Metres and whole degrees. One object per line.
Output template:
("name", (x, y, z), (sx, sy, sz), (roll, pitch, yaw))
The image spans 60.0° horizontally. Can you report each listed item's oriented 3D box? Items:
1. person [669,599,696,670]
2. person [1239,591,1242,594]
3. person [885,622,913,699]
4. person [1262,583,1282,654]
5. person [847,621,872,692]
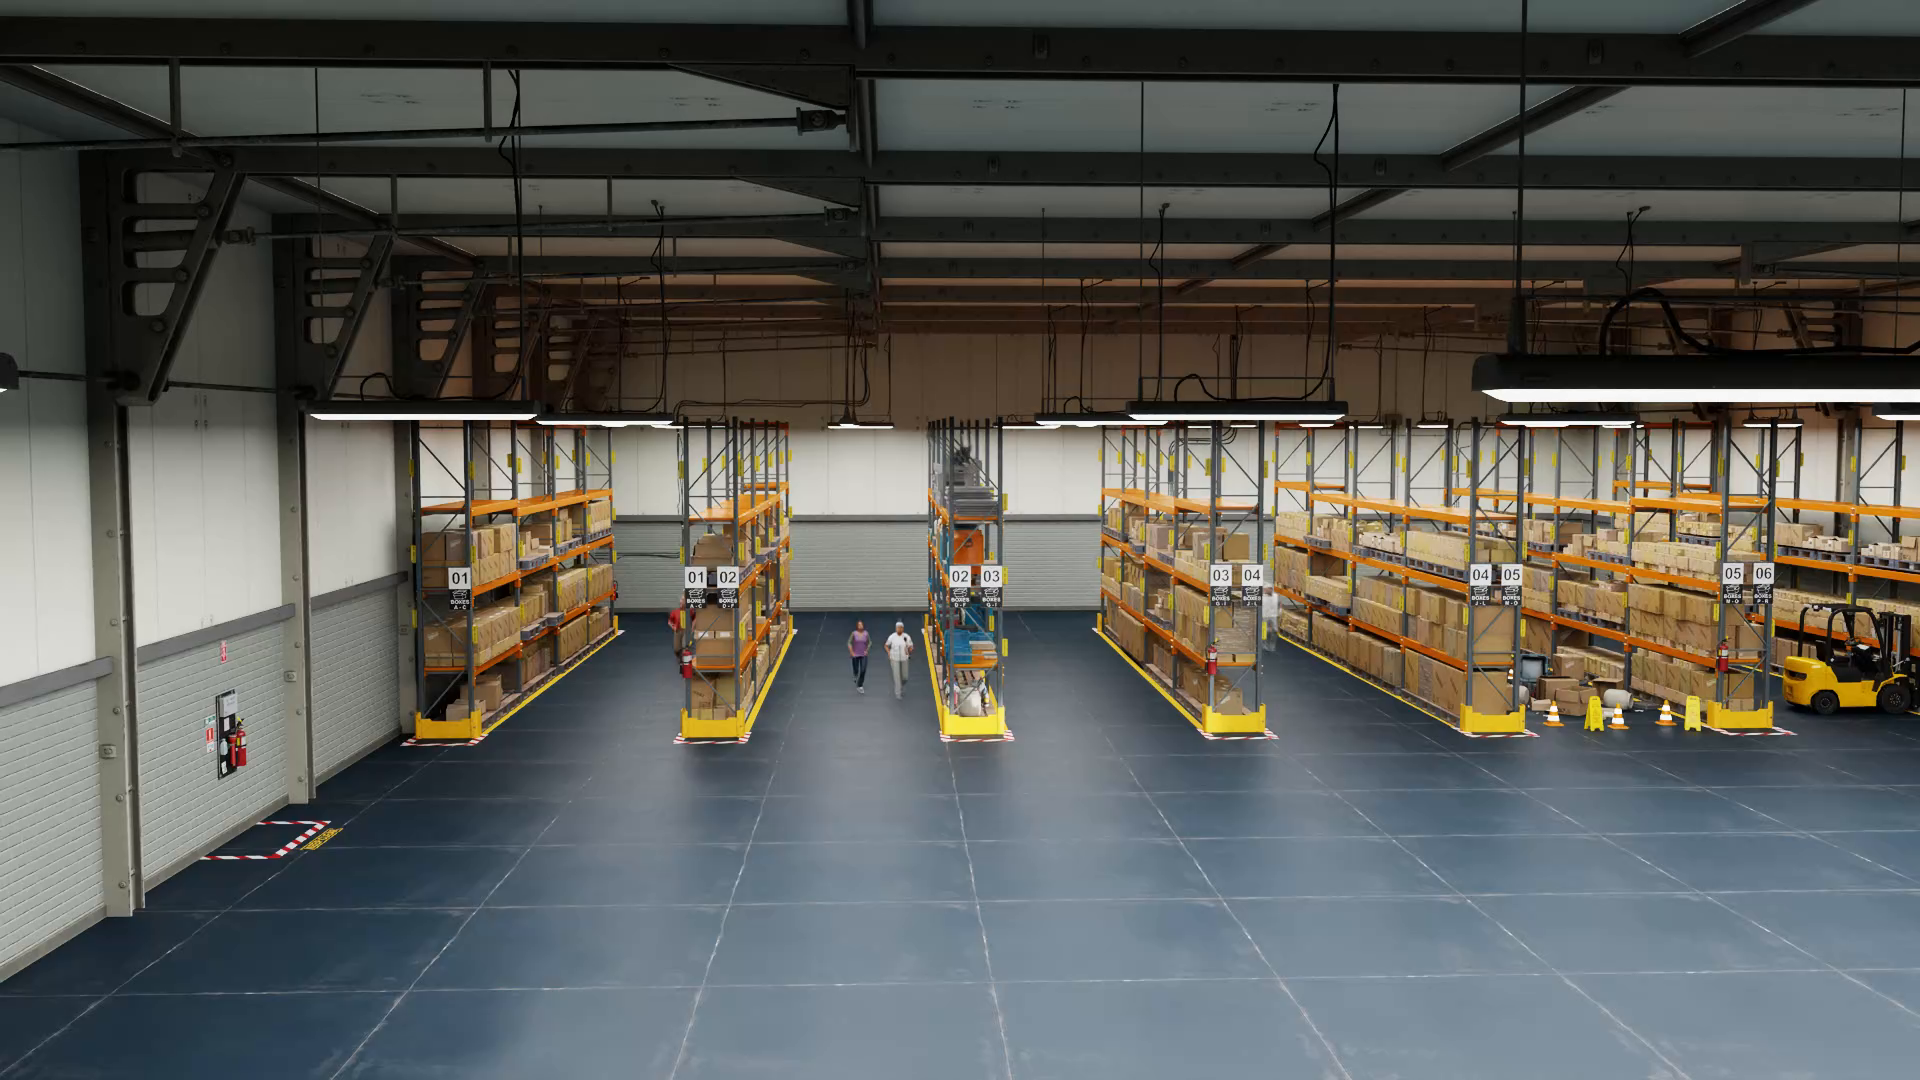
("person", (-6.684, 2.271, 40.050), (0.664, 1.676, 0.678), (0, 4, -8))
("person", (7.311, 2.073, 43.090), (0.542, 1.731, 0.702), (-1, 4, -14))
("person", (-1.309, 2.577, 35.770), (0.615, 1.623, 0.708), (0, 4, -7))
("person", (8.037, 2.032, 43.177), (0.683, 1.814, 0.756), (0, 4, 2))
("person", (-2.211, 2.561, 36.680), (0.542, 1.561, 0.570), (-1, 4, -8))
